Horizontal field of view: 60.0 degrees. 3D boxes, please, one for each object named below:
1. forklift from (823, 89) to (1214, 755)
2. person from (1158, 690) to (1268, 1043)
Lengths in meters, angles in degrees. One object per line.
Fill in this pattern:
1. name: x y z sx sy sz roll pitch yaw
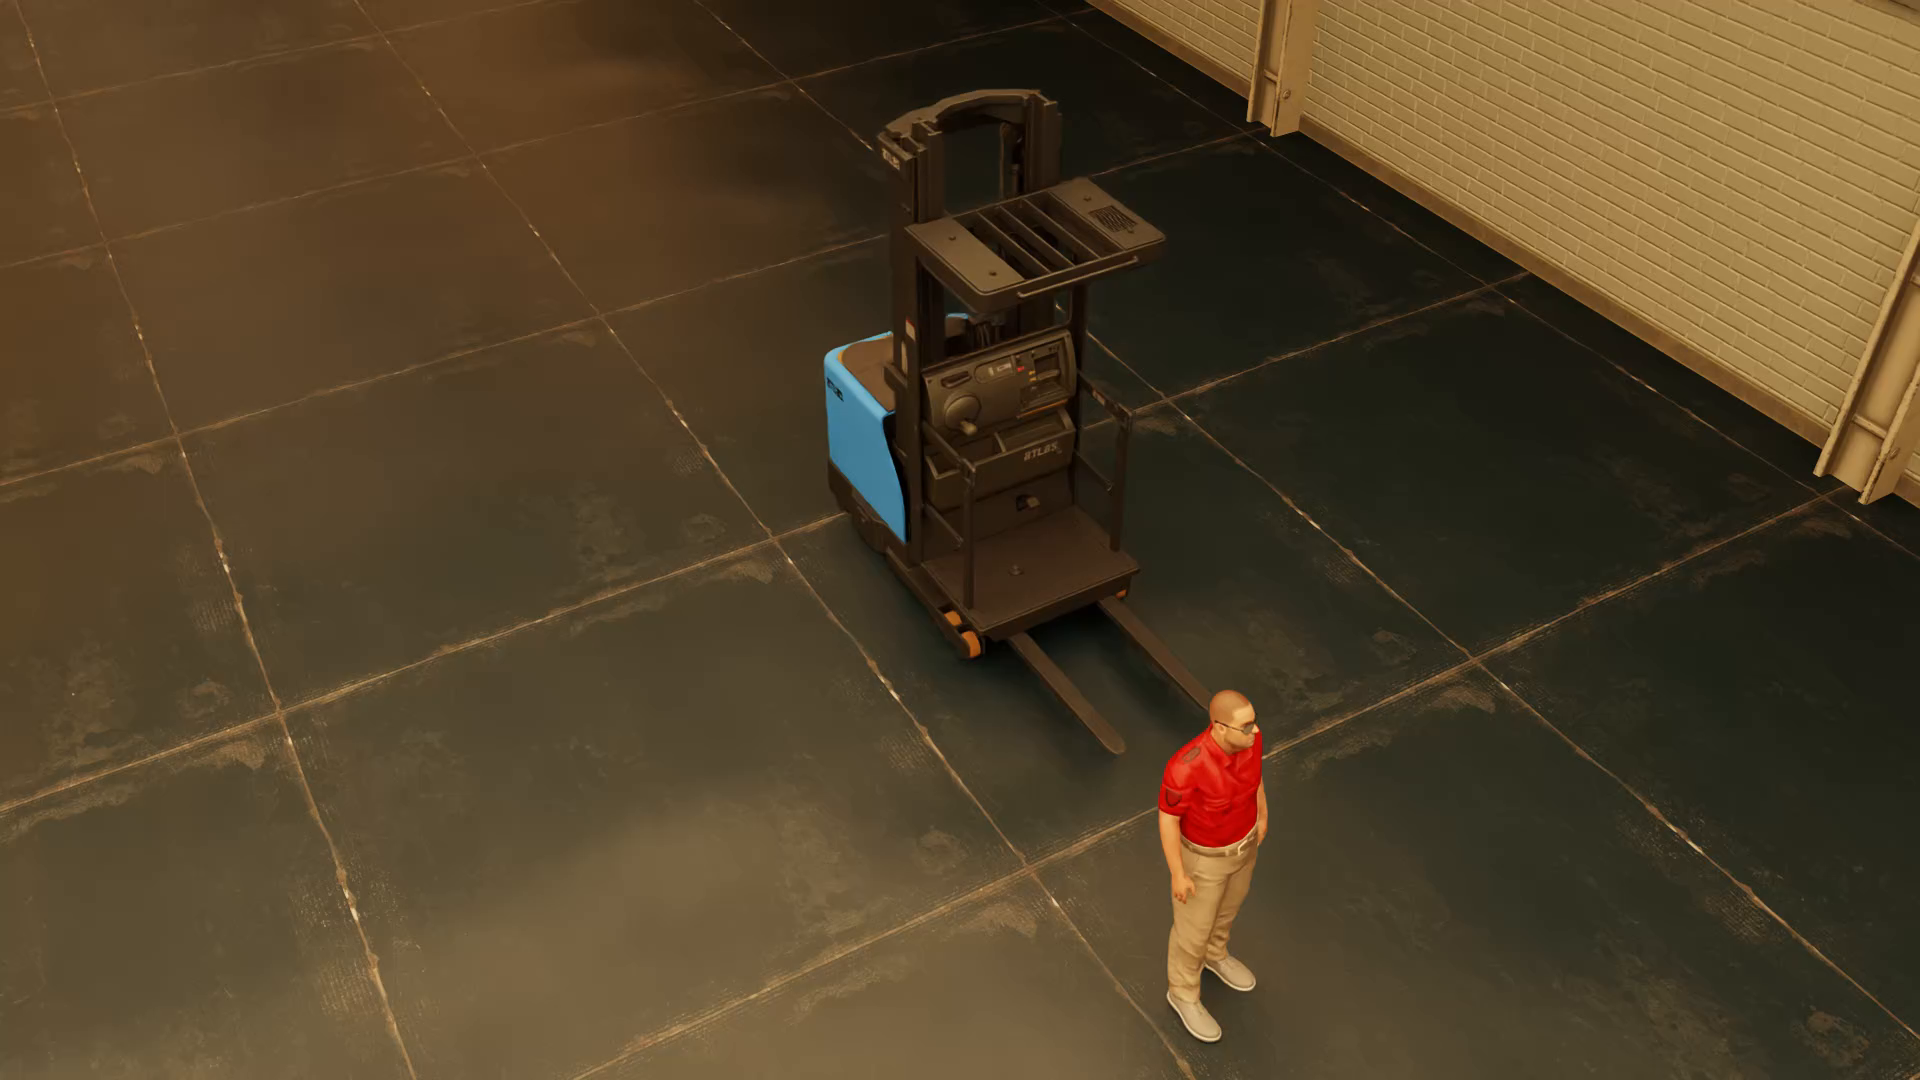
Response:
1. forklift: 0.339 -0.783 8.980 1.130 2.935 3.031 -21 44 -23
2. person: 1.182 1.394 7.294 0.628 1.735 0.530 -29 48 -31
